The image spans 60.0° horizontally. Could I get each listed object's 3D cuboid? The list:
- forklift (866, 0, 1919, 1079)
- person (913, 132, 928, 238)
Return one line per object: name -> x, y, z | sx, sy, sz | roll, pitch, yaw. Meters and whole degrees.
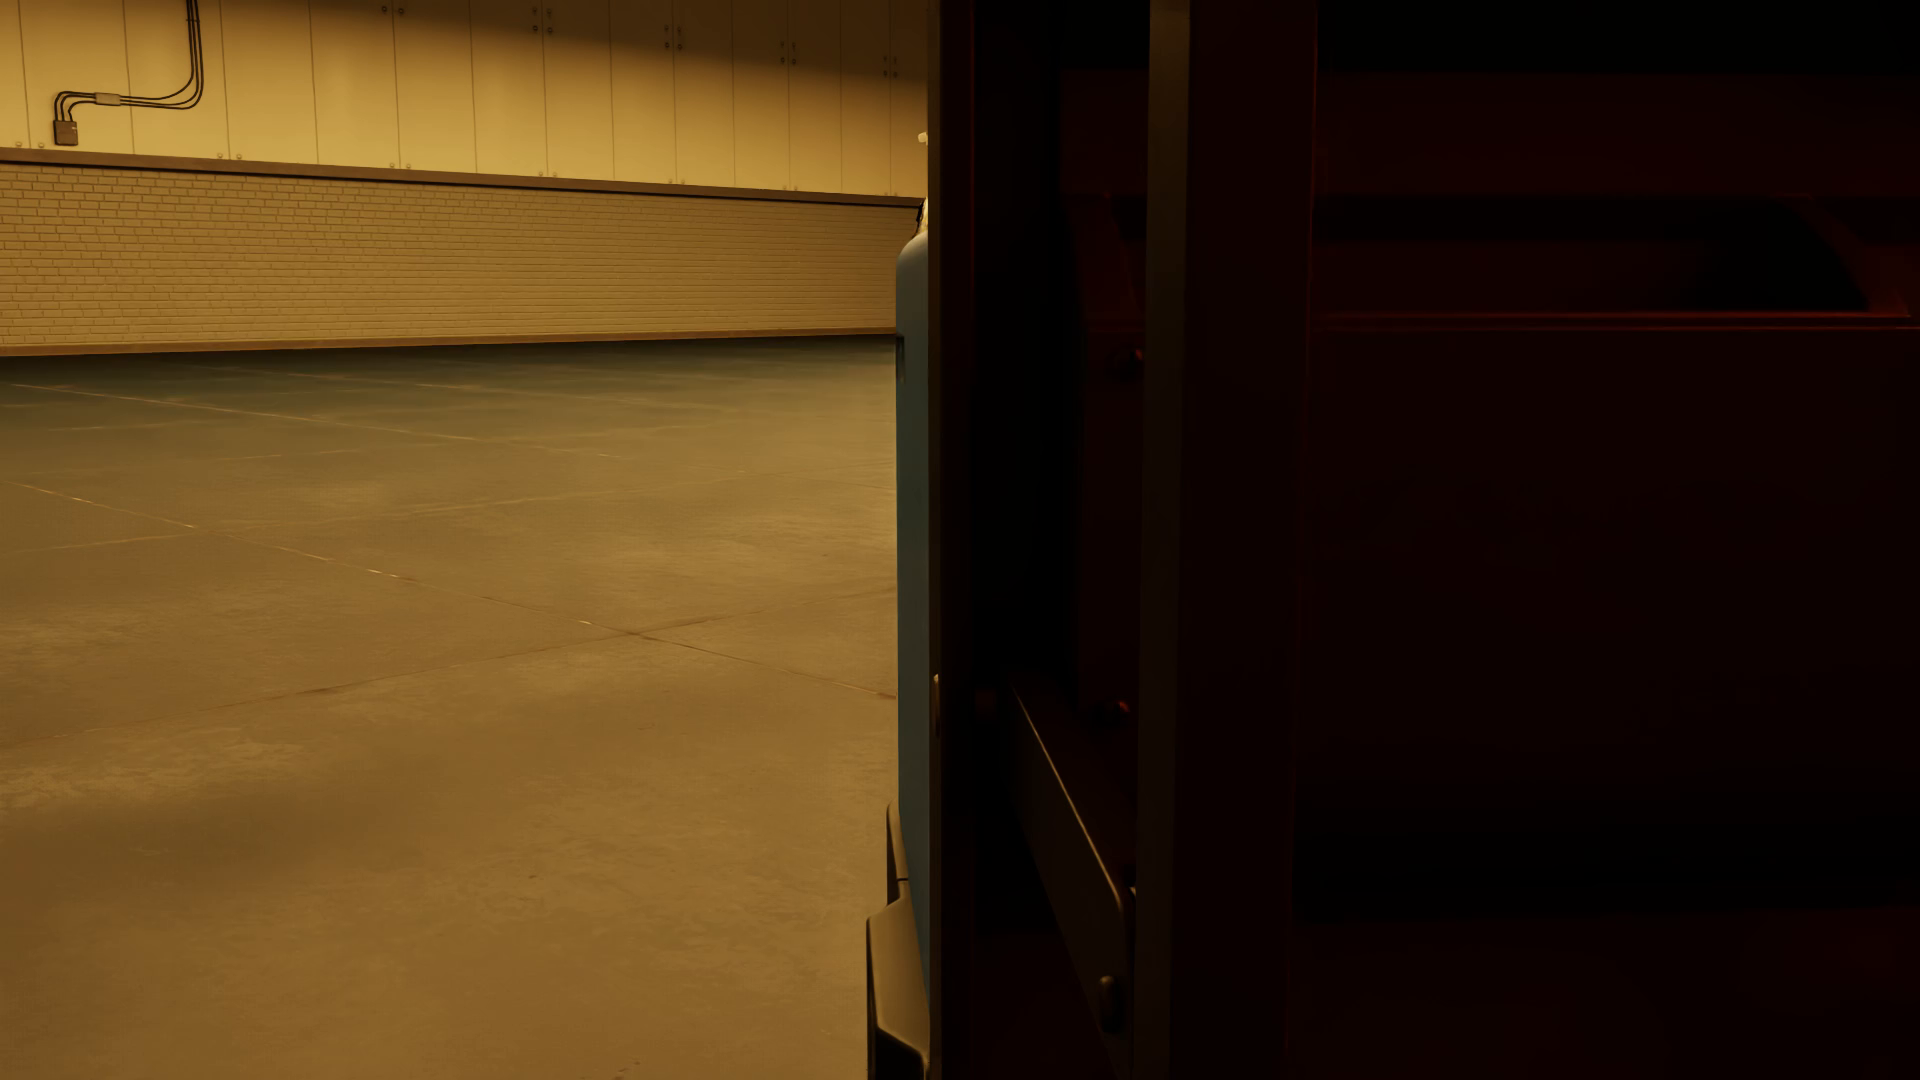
forklift -> 0.545, -0.578, 0.713 | 1.130, 2.935, 3.031 | -1, 9, -5
person -> -0.039, -0.841, 6.661 | 0.529, 1.670, 0.598 | 8, 12, 43
